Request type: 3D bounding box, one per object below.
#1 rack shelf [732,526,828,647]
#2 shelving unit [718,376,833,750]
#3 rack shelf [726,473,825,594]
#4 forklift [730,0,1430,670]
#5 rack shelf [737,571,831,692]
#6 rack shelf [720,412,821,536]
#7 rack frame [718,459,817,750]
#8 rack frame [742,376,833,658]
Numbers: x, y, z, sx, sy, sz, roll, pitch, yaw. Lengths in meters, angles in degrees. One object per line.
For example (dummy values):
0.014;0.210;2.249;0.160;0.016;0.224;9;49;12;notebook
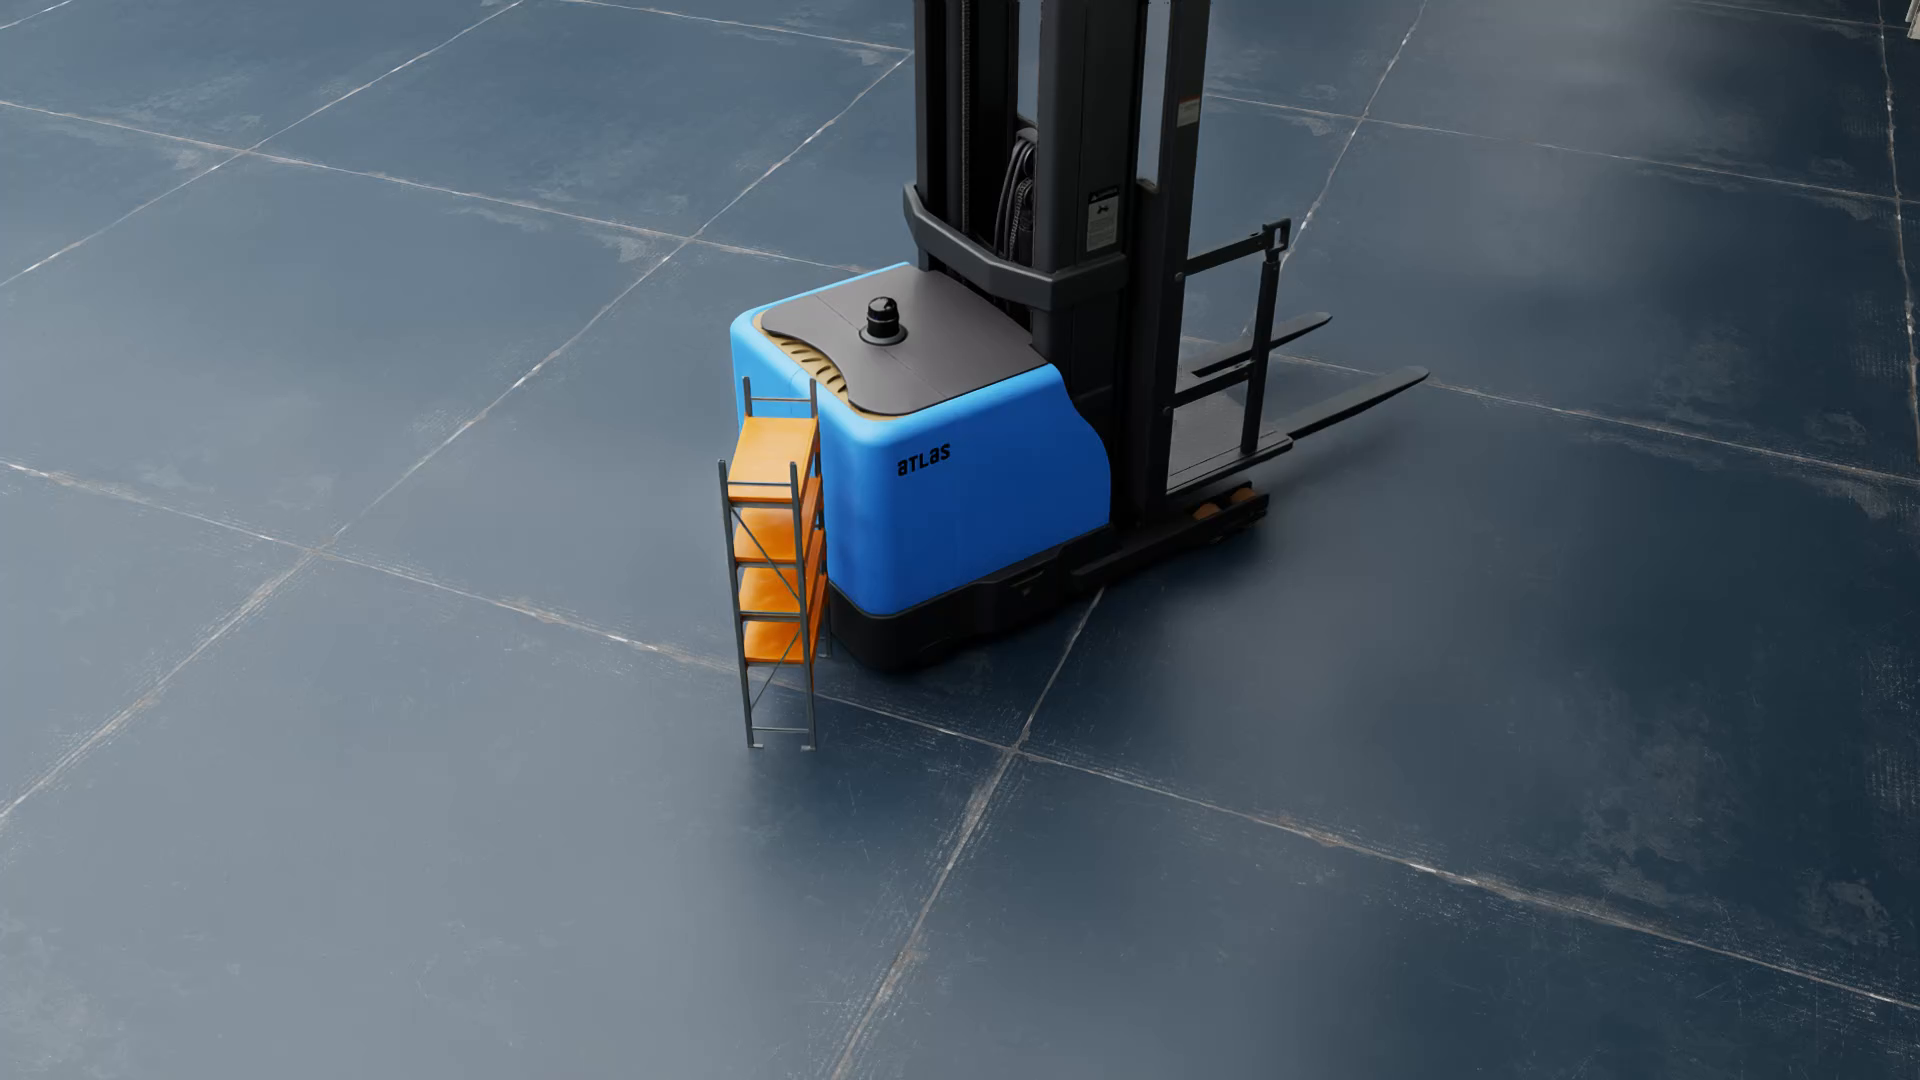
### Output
-0.606;0.149;5.660;0.258;0.148;0.480;2;37;2;rack shelf
-0.606;0.096;5.620;0.258;1.200;0.503;2;37;2;shelving unit
-0.606;-0.030;5.526;0.258;0.148;0.480;2;37;2;rack shelf
0.651;-1.394;6.167;3.031;2.935;1.130;-22;42;-27;forklift
-0.606;0.308;5.779;0.258;0.148;0.480;2;37;2;rack shelf
-0.606;-0.219;5.385;0.258;0.148;0.480;2;37;2;rack shelf
-0.618;0.241;5.425;0.240;1.200;0.015;2;37;2;rack frame
-0.593;-0.050;5.815;0.240;1.200;0.015;2;37;2;rack frame
